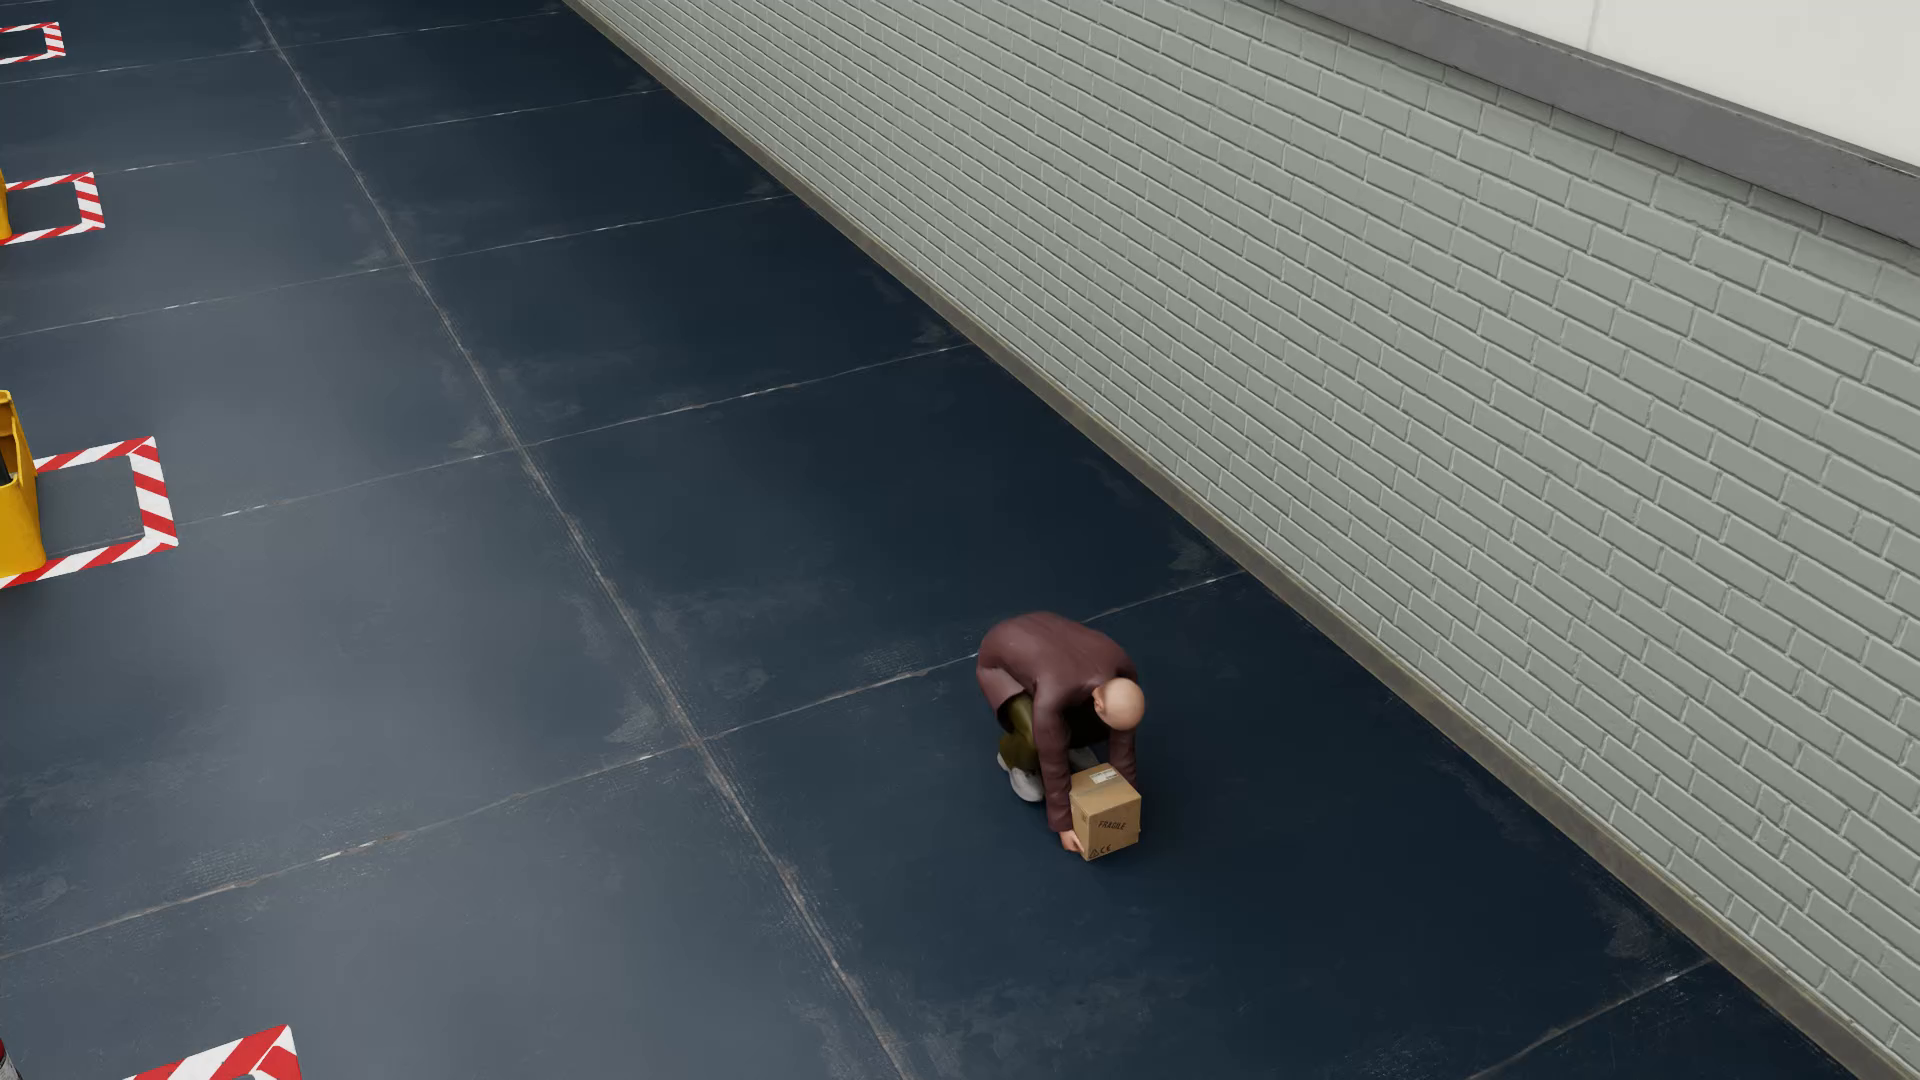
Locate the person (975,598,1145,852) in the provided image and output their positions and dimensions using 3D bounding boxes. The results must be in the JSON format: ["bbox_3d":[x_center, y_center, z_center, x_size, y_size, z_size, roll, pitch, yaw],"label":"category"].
[{"bbox_3d":[0.428,0.723,6.932,0.579,0.837,0.949,-17,36,-24],"label":"person"}]
